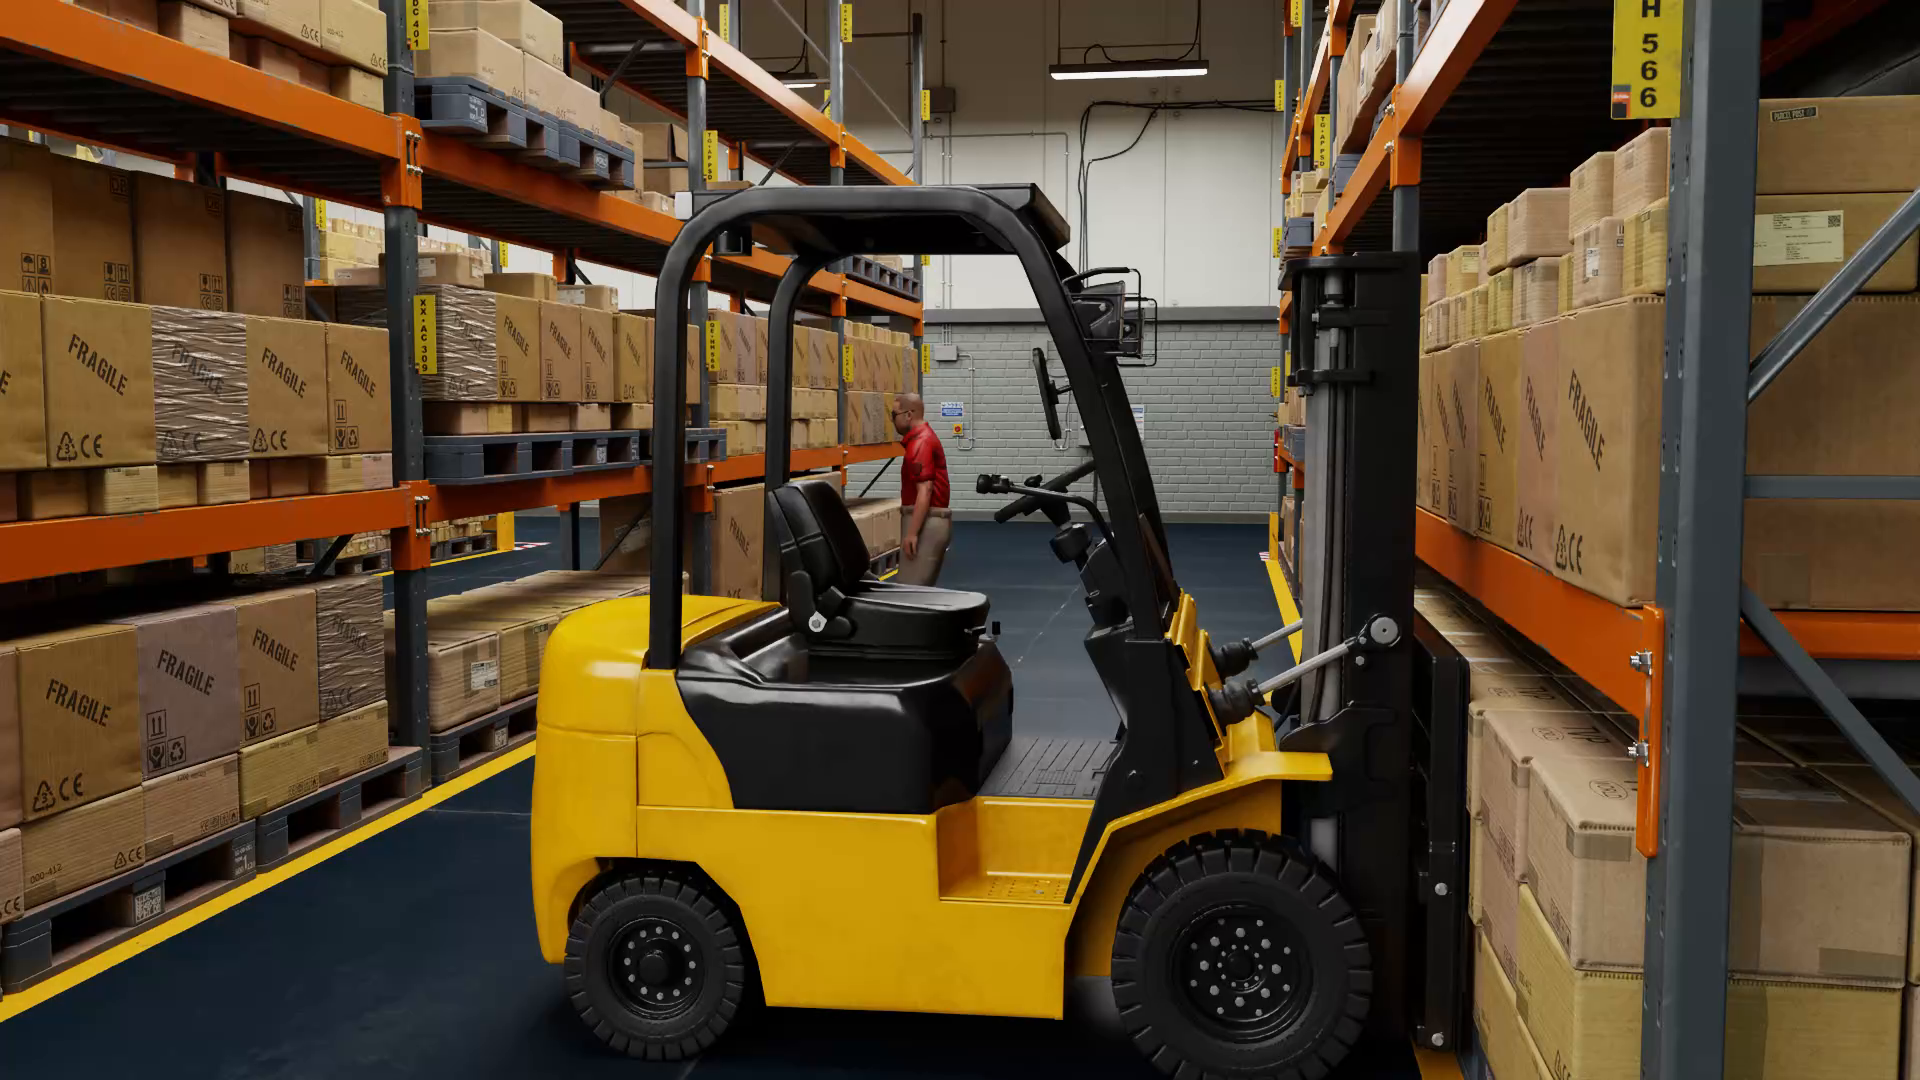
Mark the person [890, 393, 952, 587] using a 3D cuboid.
[{"bbox_3d":[-0.254,-0.046,10.323,0.393,1.726,0.599,0,4,5],"label":"person"}]
